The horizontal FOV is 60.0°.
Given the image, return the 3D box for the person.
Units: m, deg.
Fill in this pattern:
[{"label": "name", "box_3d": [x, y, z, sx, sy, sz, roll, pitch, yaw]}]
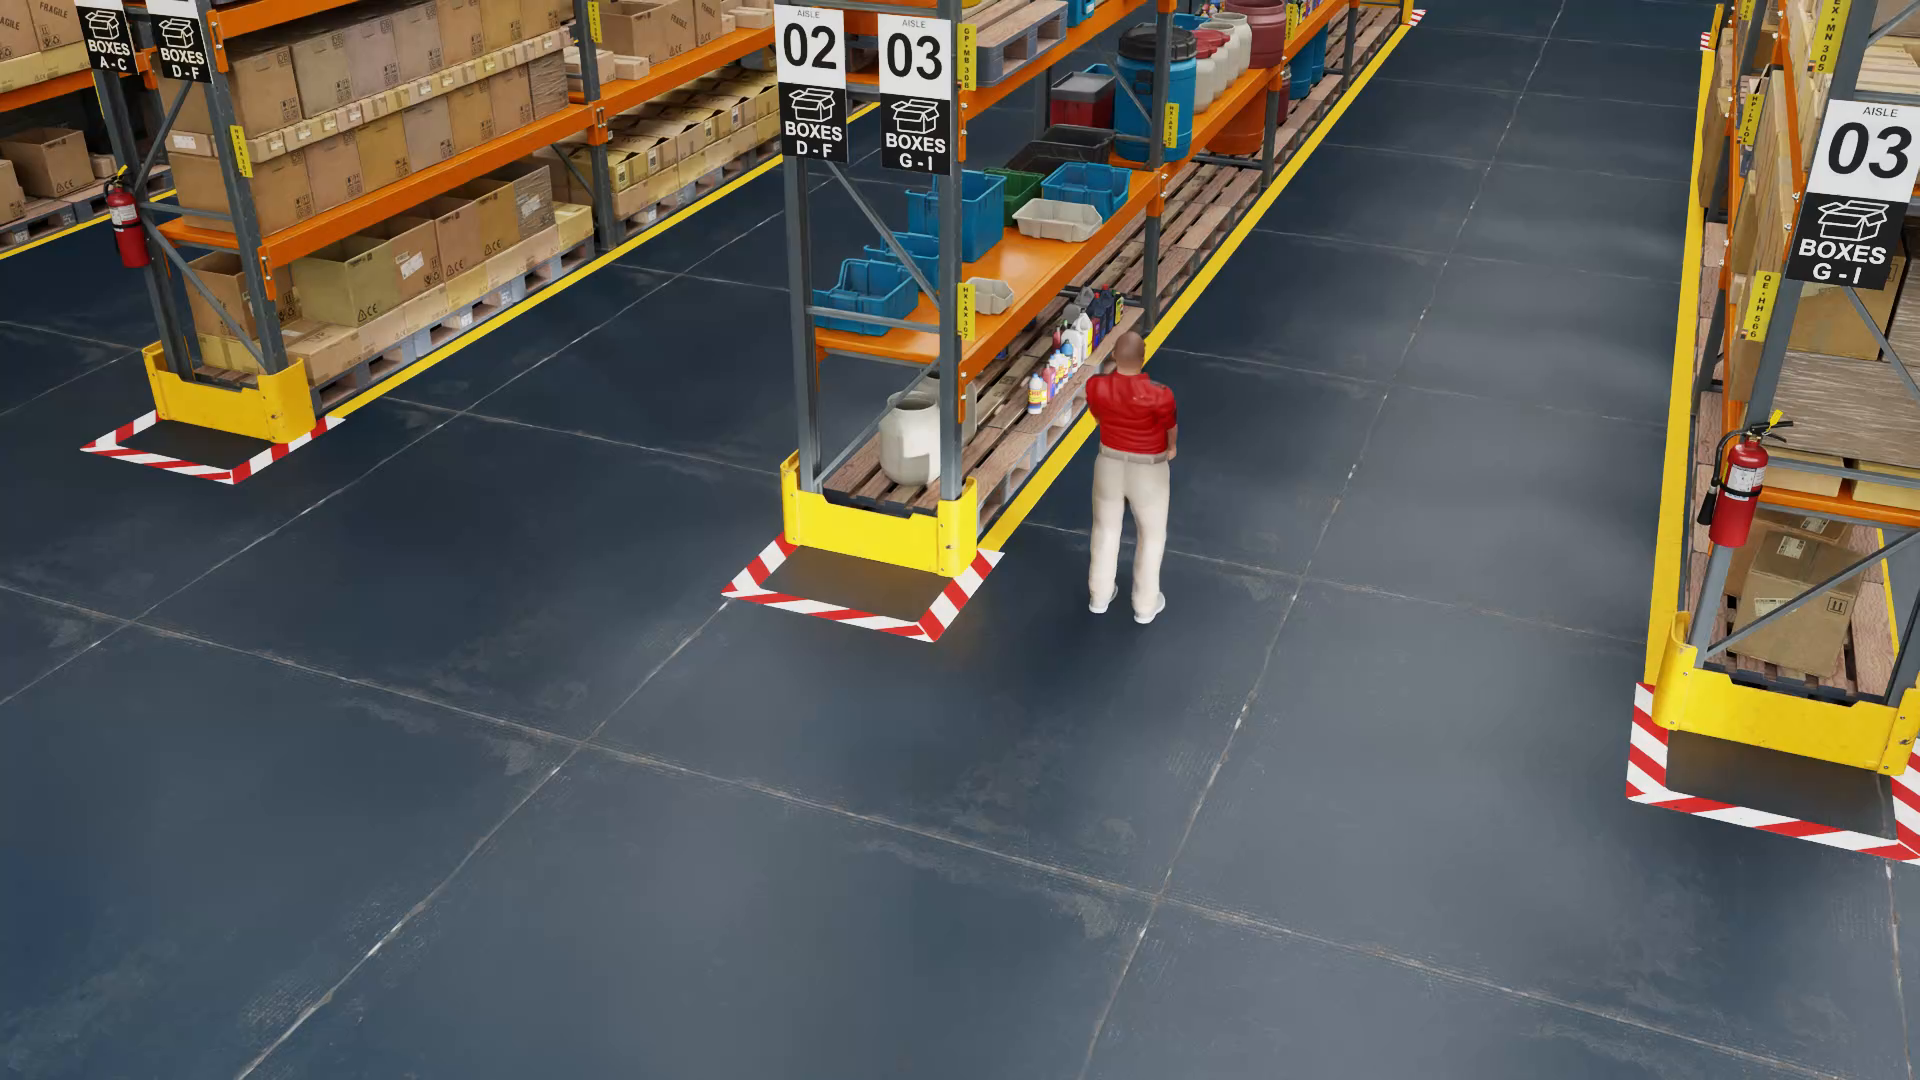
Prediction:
[{"label": "person", "box_3d": [0.933, -0.390, 9.098, 0.587, 1.733, 0.477, -8, 30, -13]}]
